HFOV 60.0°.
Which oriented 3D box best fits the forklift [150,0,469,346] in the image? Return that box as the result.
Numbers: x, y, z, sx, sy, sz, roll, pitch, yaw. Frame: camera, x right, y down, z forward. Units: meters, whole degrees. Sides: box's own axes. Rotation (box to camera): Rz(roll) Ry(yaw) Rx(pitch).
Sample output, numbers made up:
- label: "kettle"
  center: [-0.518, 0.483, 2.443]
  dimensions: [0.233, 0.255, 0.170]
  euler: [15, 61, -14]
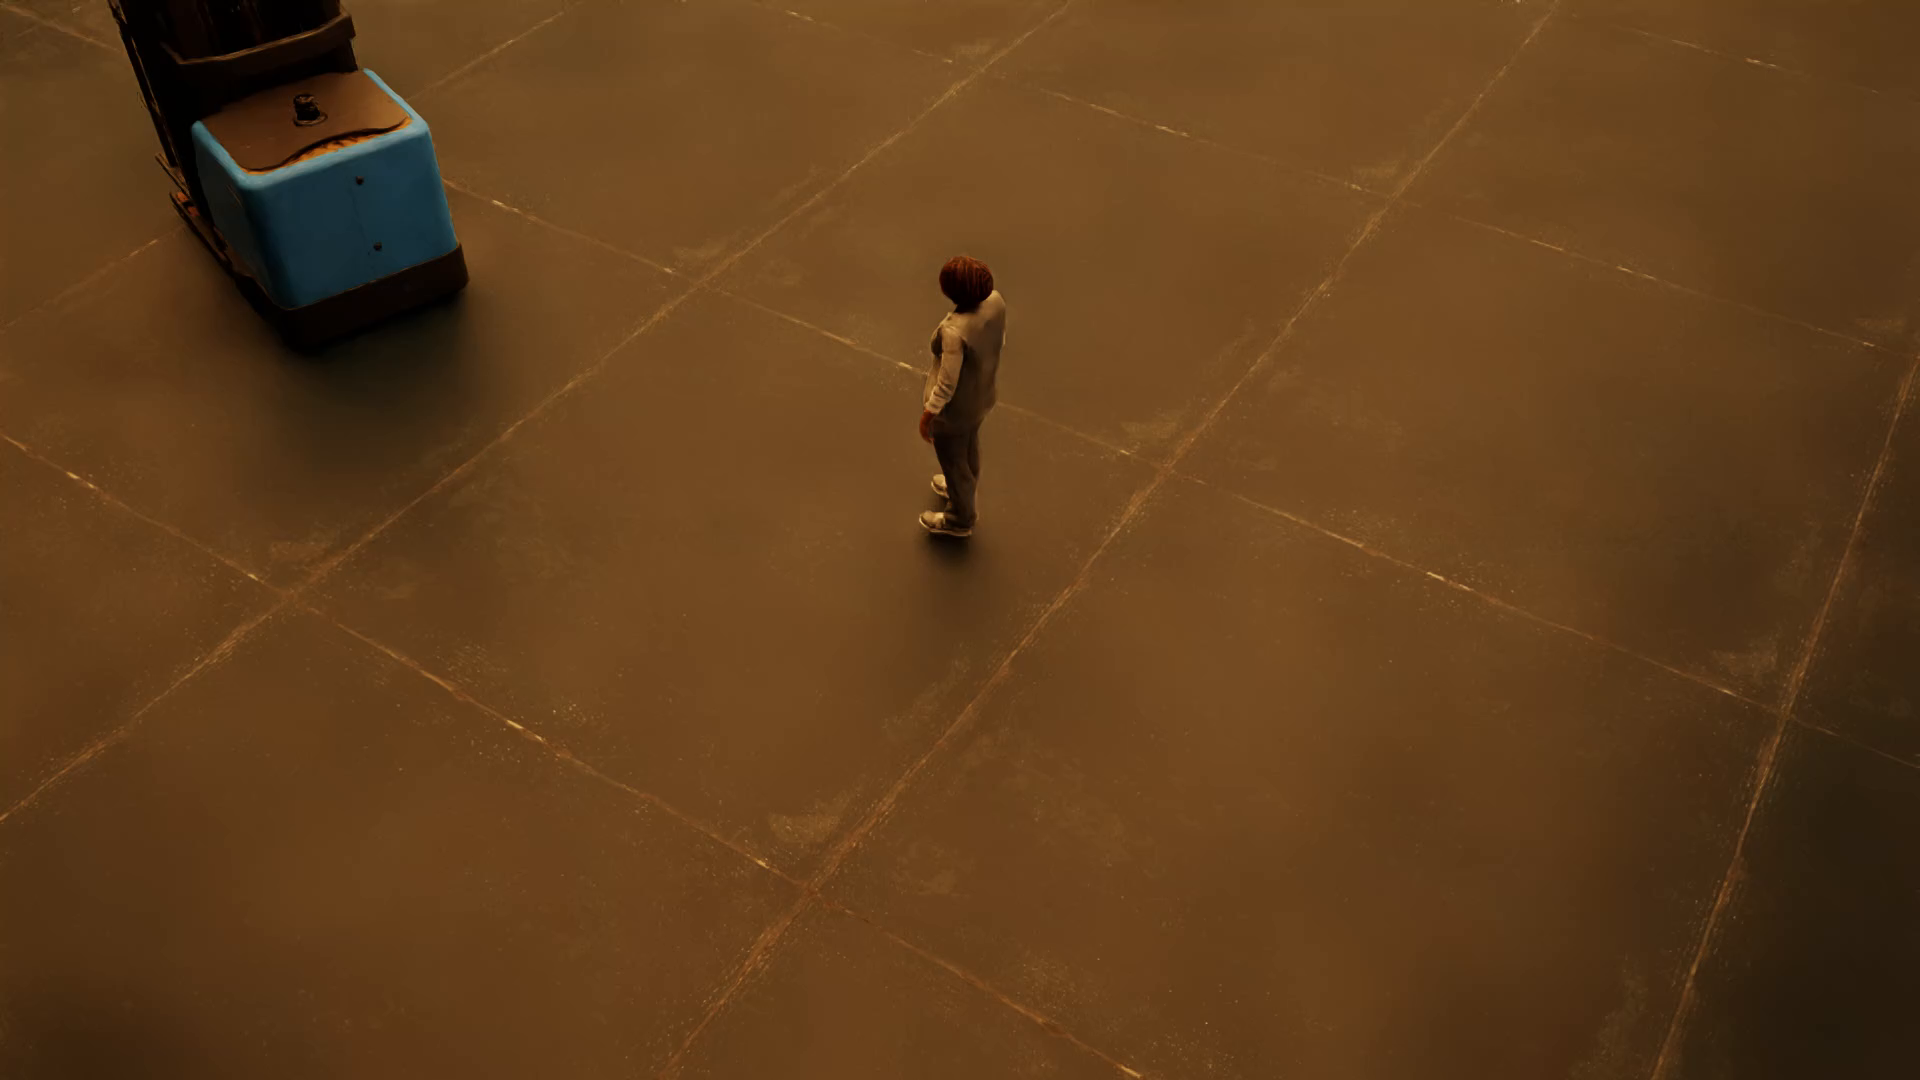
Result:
- label: "forklift"
  center: [-4.078, -3.076, 9.092]
  dimensions: [1.130, 2.935, 3.031]
  euler: [-28, 50, -26]

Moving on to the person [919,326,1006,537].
- label: "person"
  center: [-0.059, -0.565, 7.518]
  dimensions: [0.463, 1.360, 0.521]
  euler: [24, 48, 23]
